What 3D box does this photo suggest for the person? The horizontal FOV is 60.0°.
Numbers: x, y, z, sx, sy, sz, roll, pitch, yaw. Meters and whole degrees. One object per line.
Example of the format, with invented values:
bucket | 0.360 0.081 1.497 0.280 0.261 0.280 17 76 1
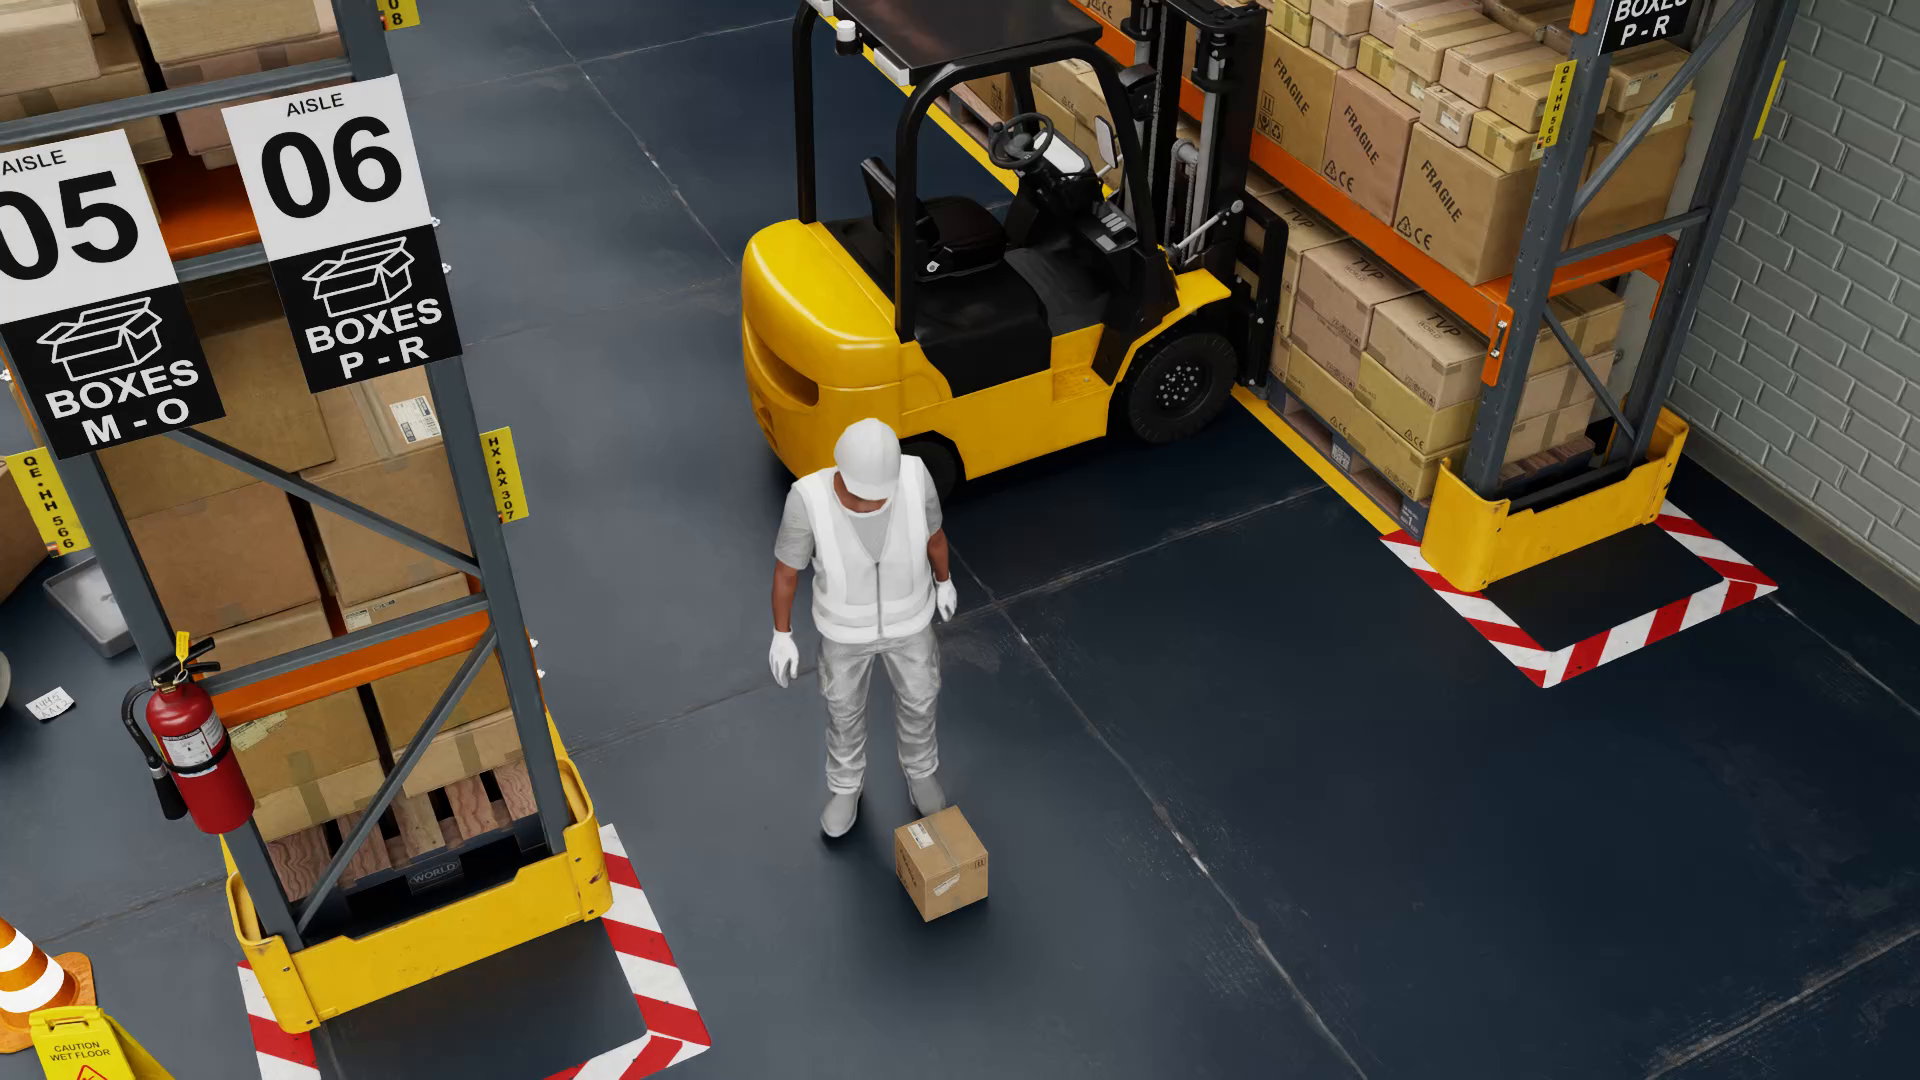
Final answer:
person | -0.324 0.310 5.779 0.697 1.817 0.395 -8 42 -9
